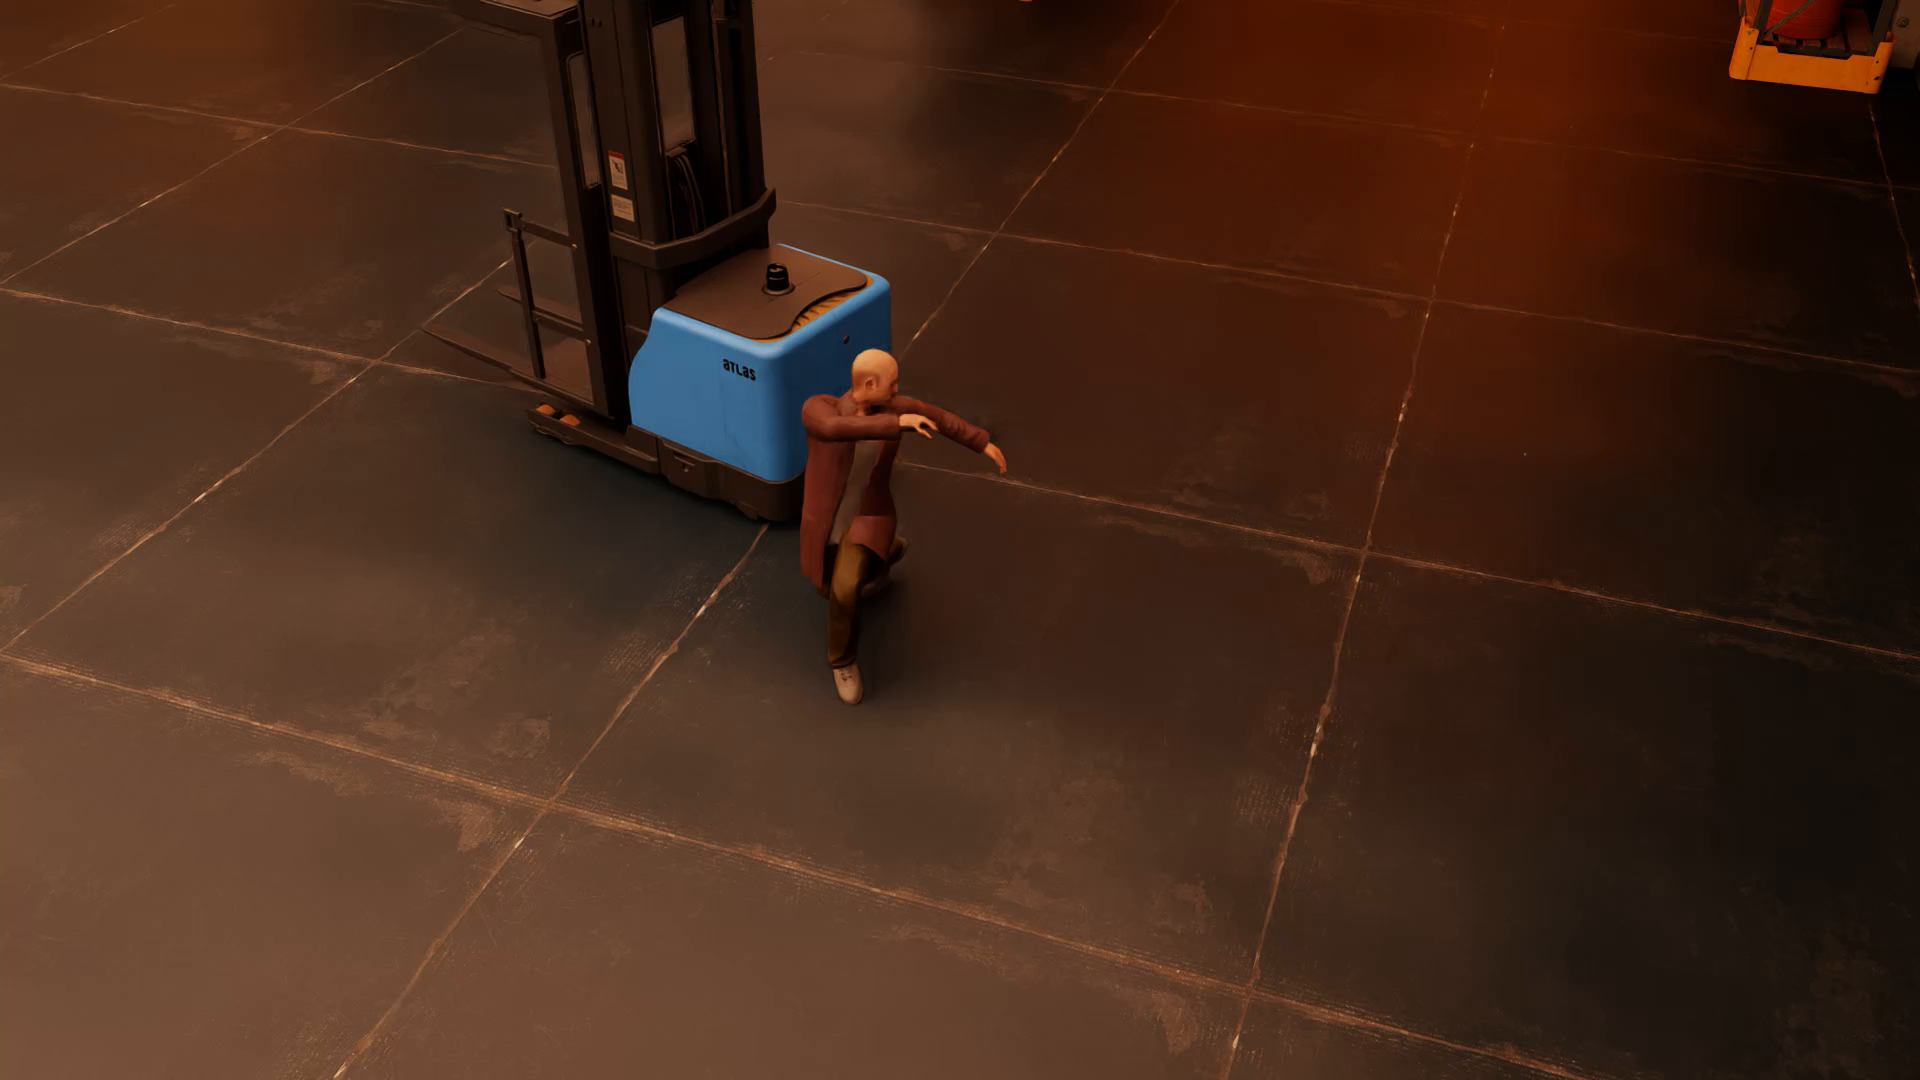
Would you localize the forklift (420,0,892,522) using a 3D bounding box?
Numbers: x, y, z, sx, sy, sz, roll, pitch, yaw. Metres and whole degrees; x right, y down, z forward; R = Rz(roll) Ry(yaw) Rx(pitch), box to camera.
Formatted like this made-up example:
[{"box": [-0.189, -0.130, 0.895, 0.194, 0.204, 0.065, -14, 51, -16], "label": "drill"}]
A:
[{"box": [-1.848, -1.960, 8.875, 3.031, 2.935, 1.130, 22, 41, 28], "label": "forklift"}]

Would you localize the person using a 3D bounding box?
[{"box": [-0.274, -0.136, 7.574, 0.957, 1.477, 1.055, 1, 35, 2], "label": "person"}]
